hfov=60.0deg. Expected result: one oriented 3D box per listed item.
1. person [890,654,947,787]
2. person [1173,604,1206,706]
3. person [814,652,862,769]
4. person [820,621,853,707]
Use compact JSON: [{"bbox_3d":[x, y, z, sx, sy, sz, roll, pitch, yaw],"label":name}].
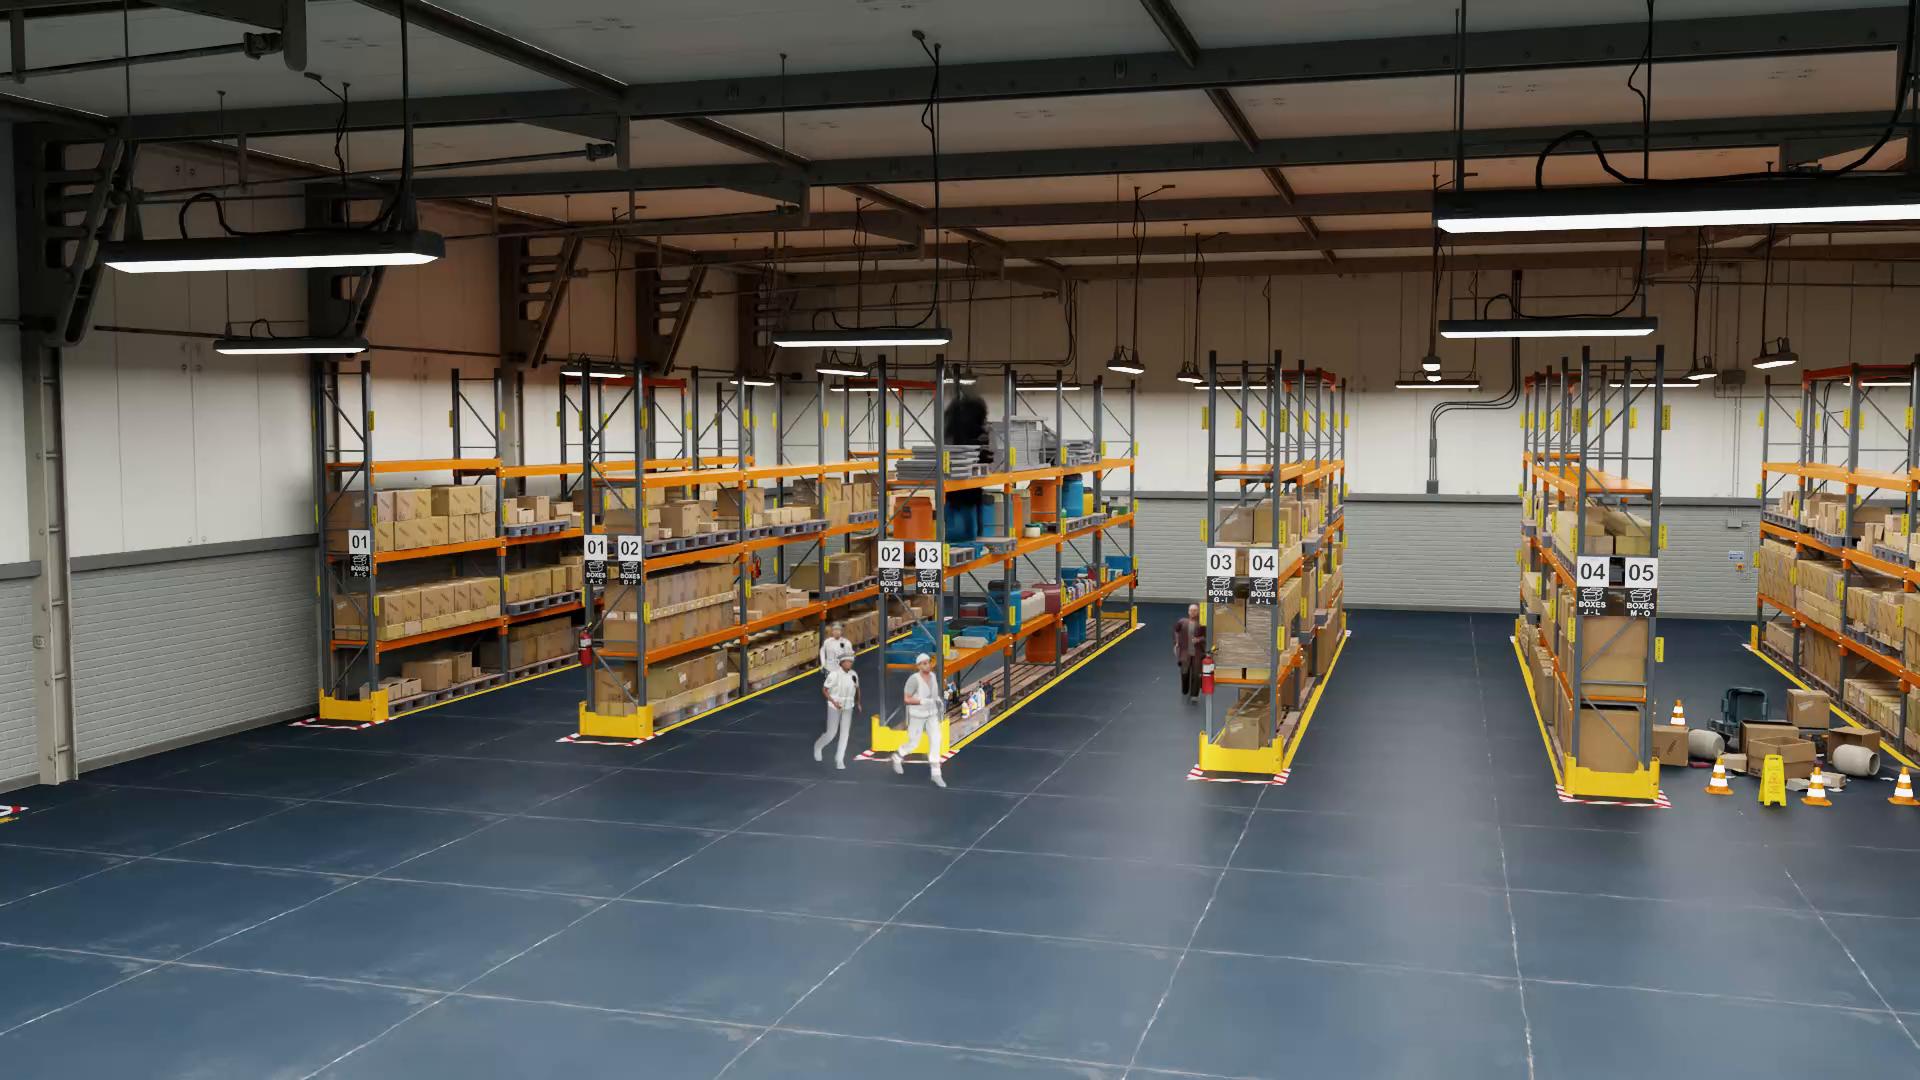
[{"bbox_3d":[-0.537,2.458,23.048,0.672,1.803,1.002,-3,5,-38],"label":"person"},{"bbox_3d":[4.077,2.026,29.286,0.675,1.784,0.762,1,4,10],"label":"person"},{"bbox_3d":[-1.709,2.443,24.165,0.656,1.648,0.800,-2,5,-29],"label":"person"},{"bbox_3d":[-2.055,2.188,27.571,0.582,1.690,0.666,0,4,1],"label":"person"}]
